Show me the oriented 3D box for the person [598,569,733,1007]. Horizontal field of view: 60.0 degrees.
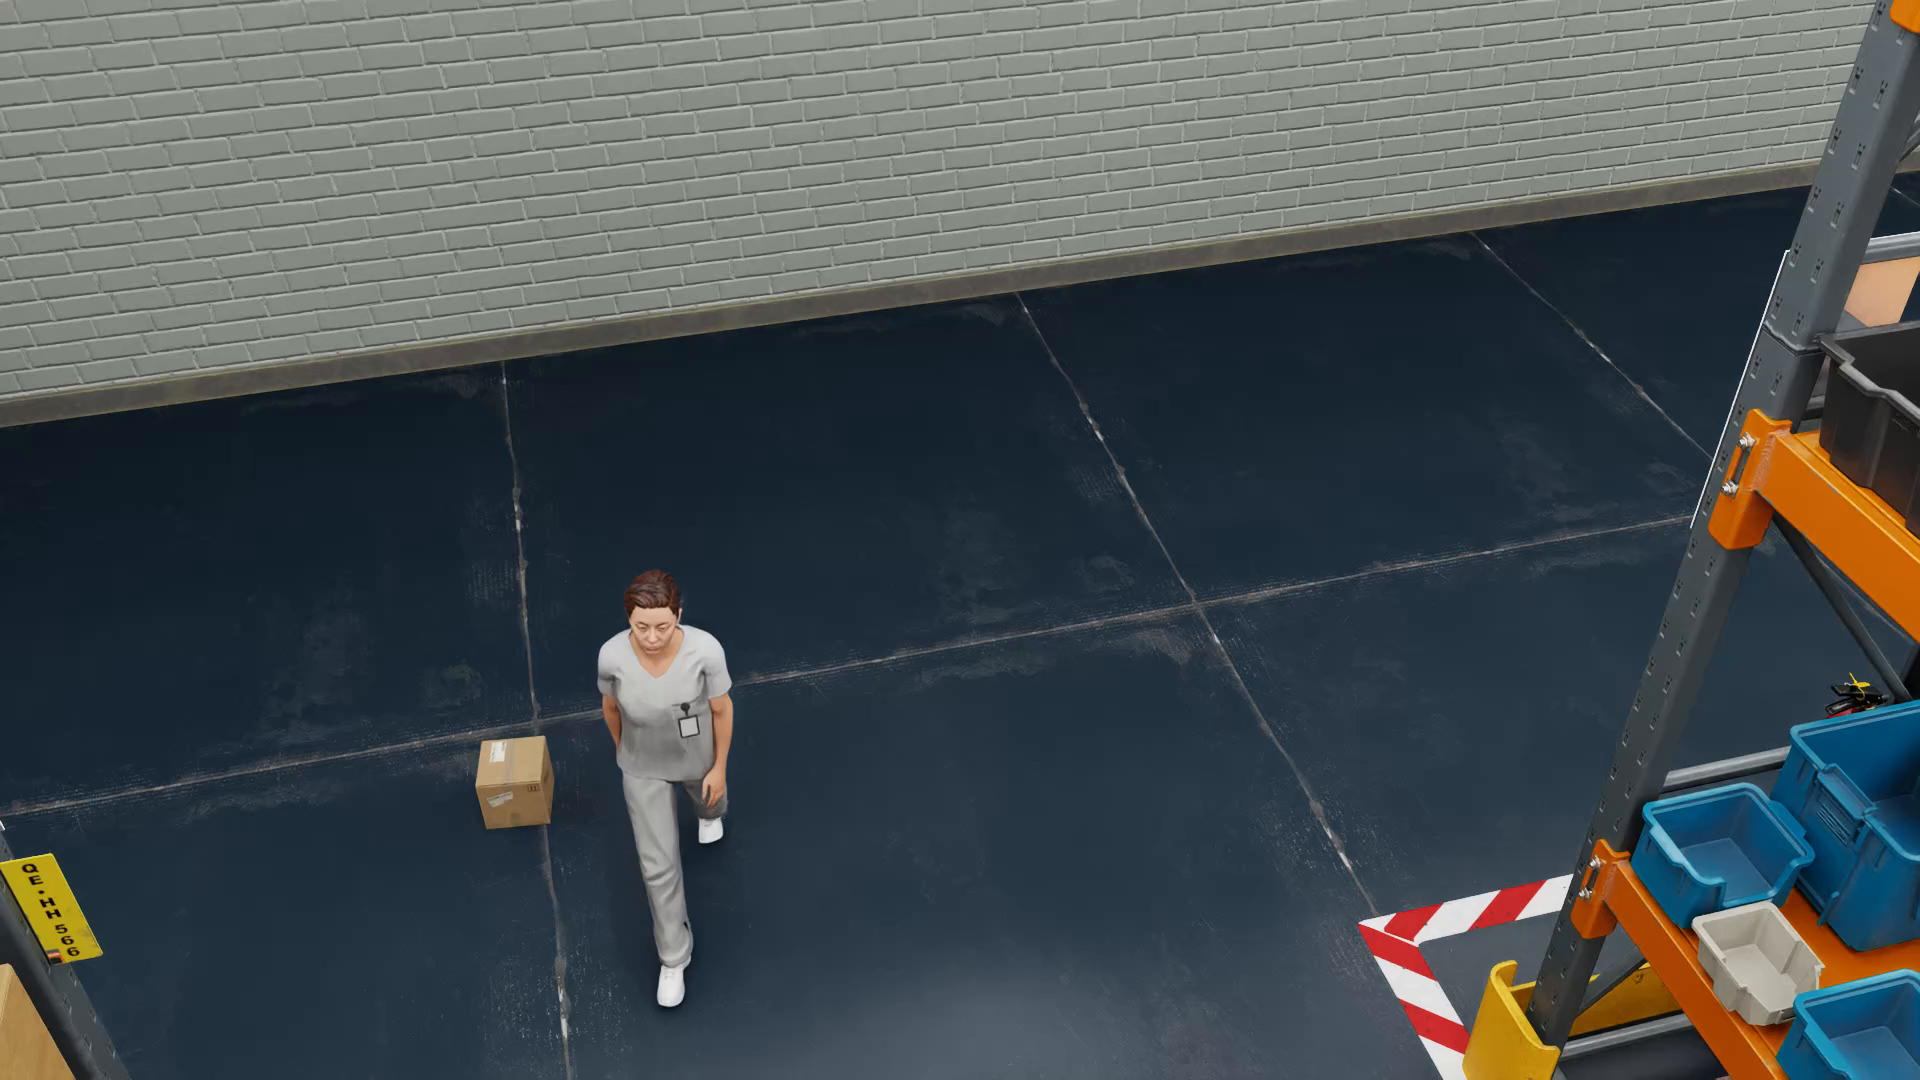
[{"bbox_3d":[-0.989,0.743,5.776,0.444,1.633,0.964,-7,39,-8],"label":"person"}]
